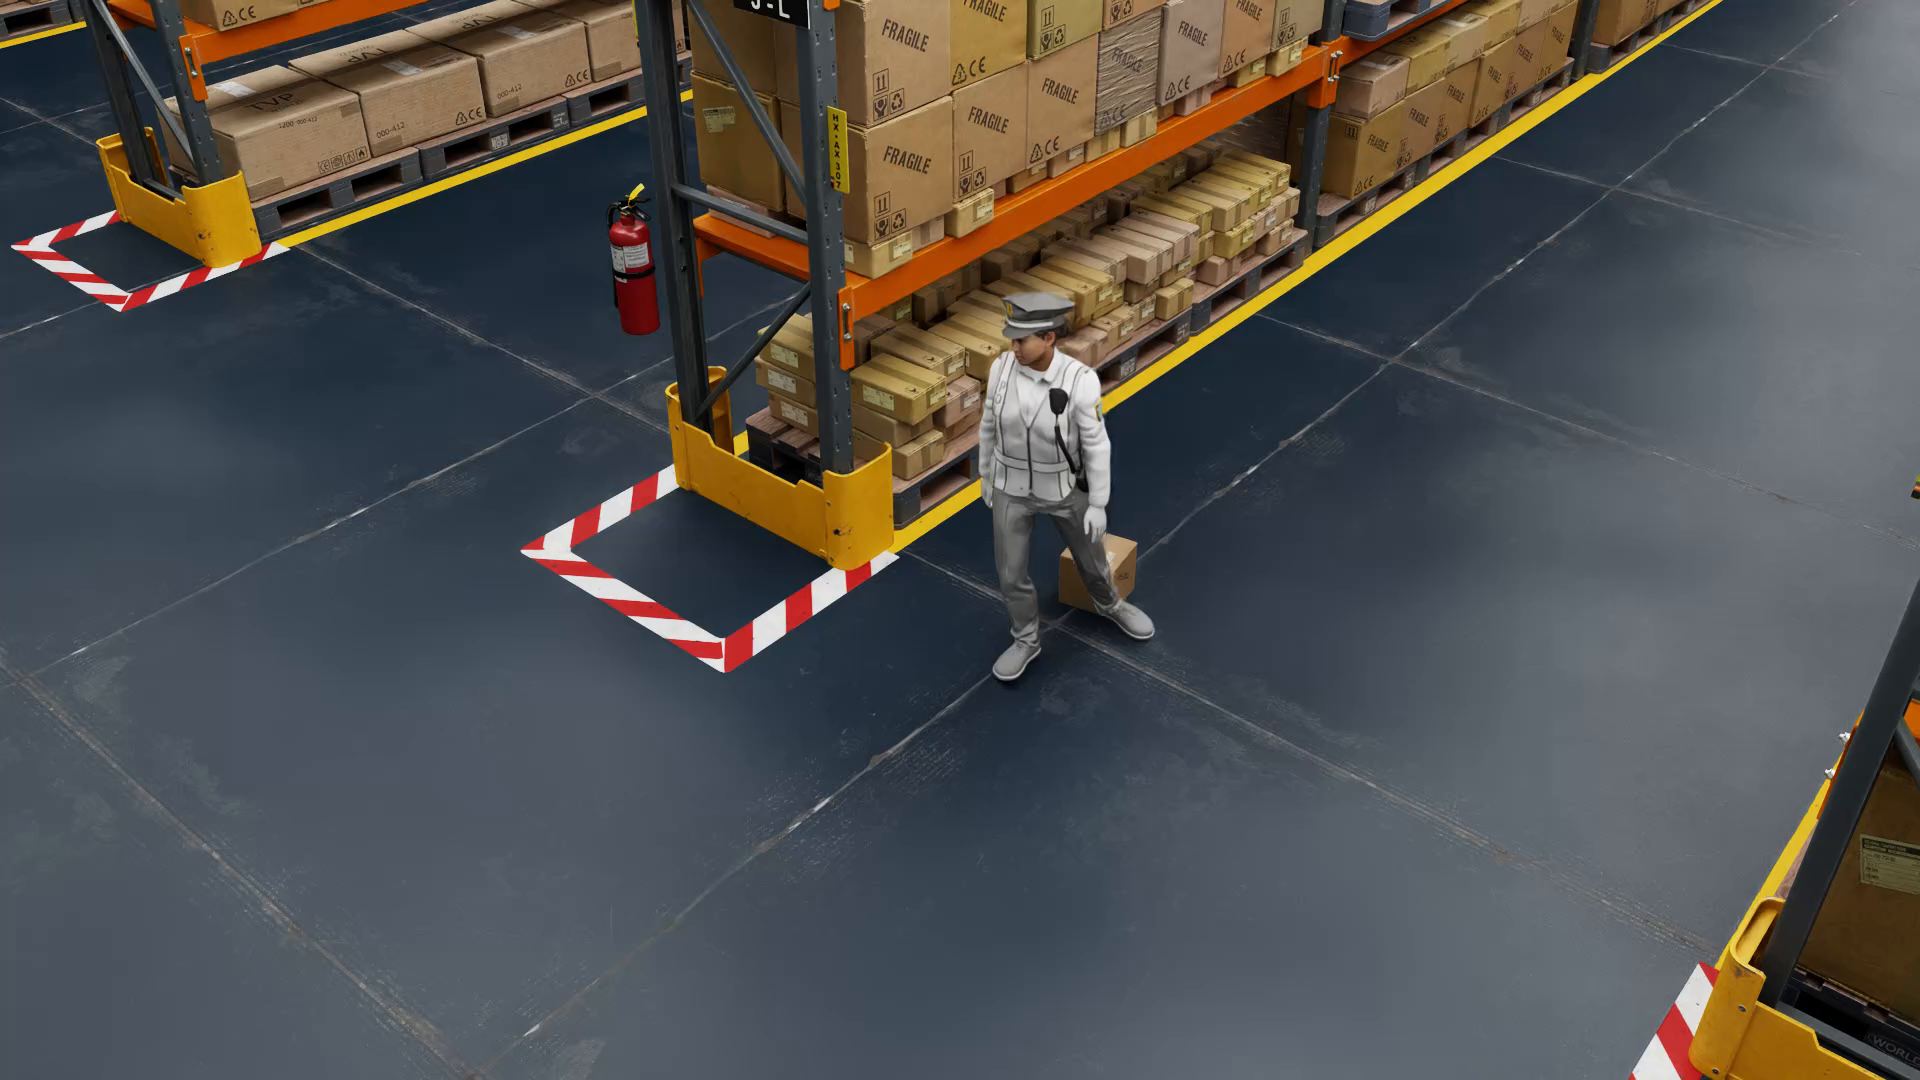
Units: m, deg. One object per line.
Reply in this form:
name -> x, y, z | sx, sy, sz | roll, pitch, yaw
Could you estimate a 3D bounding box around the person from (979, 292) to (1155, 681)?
person -> 0.422, -0.214, 6.443 | 0.727, 1.654, 0.538 | 8, 36, 12
